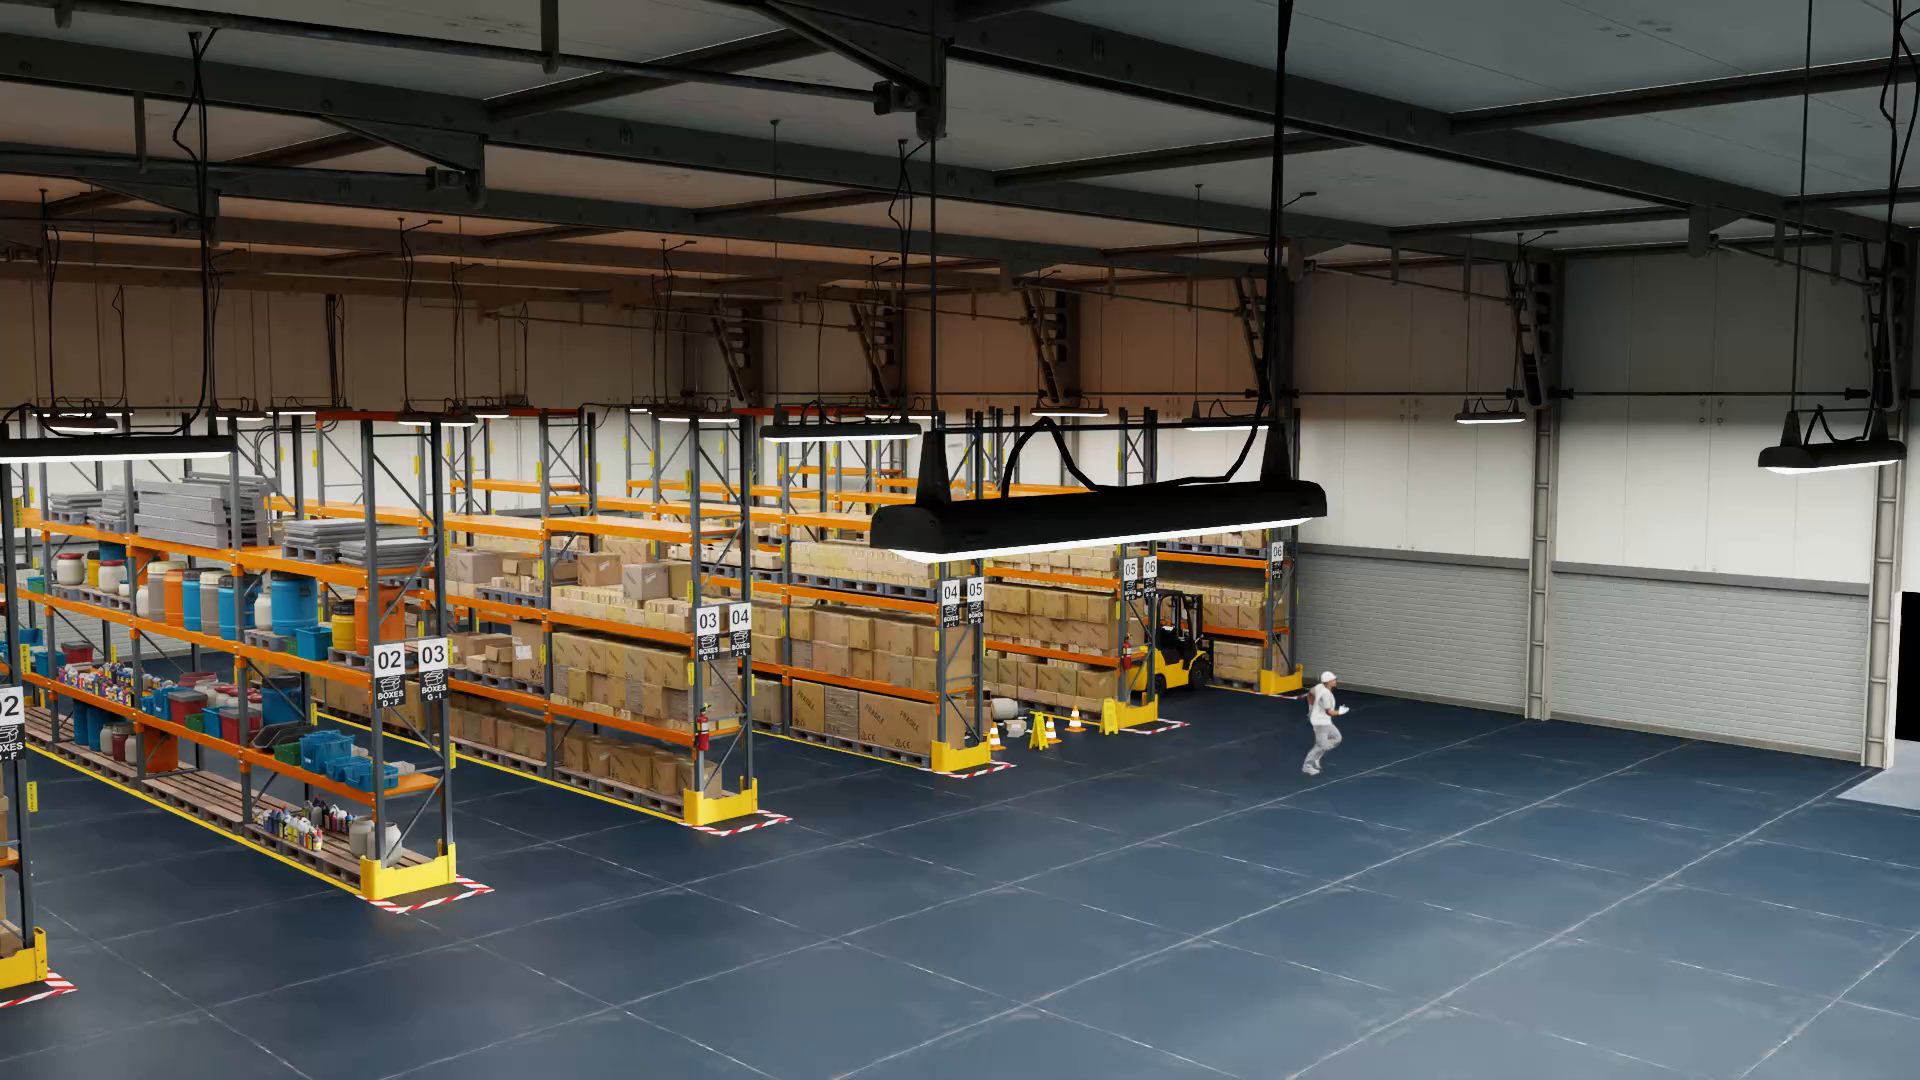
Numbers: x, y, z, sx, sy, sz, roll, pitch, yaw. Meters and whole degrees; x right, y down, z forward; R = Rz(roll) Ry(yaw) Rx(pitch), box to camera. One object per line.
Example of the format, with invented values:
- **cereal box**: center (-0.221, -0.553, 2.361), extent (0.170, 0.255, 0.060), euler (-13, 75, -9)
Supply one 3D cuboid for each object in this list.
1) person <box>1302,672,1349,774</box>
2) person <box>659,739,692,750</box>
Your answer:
- **person**: center (6.038, 3.019, 27.474), extent (0.728, 1.721, 0.726), euler (1, 5, 7)
- **person**: center (-5.017, 2.767, 29.503), extent (0.791, 1.678, 0.640), euler (3, 6, 33)
